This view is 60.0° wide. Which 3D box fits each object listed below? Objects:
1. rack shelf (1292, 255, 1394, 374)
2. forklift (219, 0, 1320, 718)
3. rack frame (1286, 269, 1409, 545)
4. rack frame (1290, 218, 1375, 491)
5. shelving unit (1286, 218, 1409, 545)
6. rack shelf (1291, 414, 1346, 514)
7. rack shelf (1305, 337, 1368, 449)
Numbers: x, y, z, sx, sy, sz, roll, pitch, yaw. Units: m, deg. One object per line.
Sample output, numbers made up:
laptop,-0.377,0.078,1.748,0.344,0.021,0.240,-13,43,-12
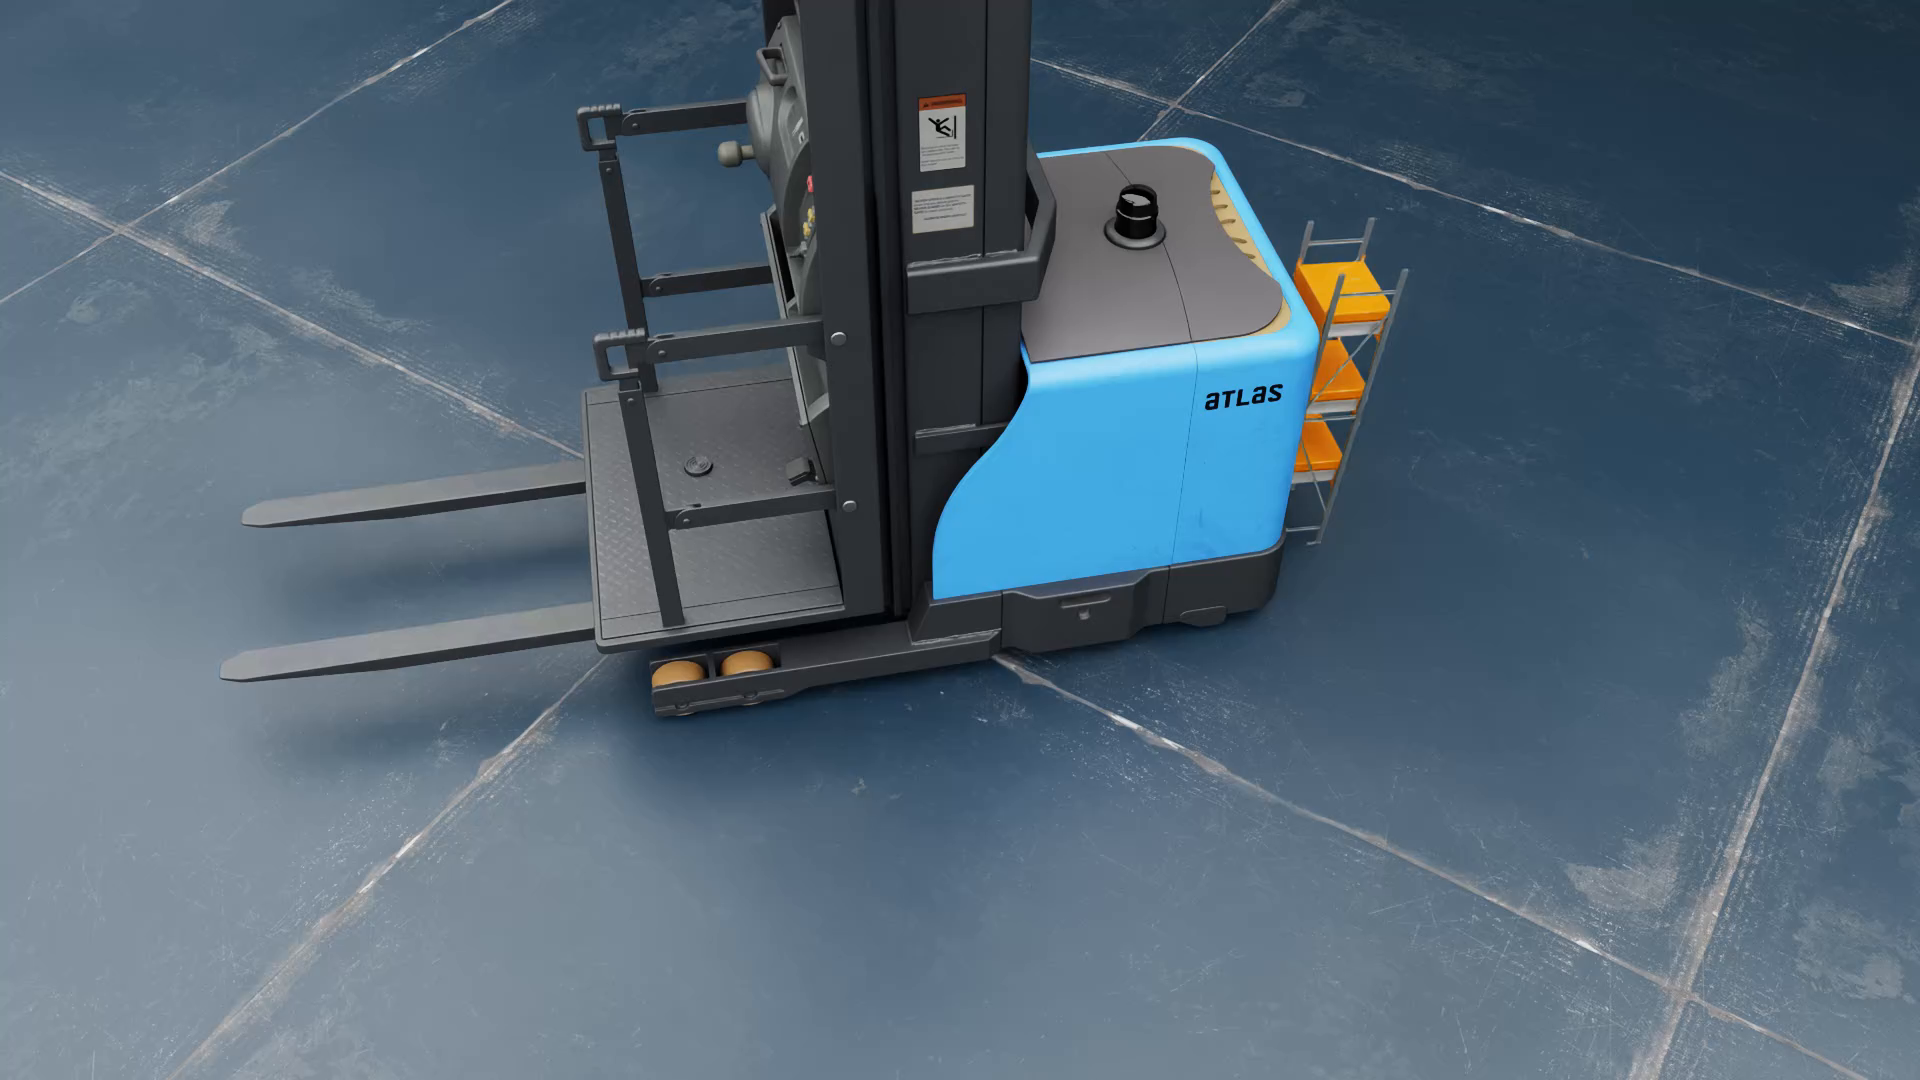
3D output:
rack shelf,1.072,-0.630,4.740,0.215,0.259,0.240,-5,46,-11
forklift,-0.618,-0.933,4.113,3.031,2.935,1.130,-8,46,-8
rack frame,1.076,-0.352,4.849,0.200,1.050,0.008,-5,46,-11
rack frame,1.026,-0.523,5.015,0.200,1.050,0.008,-5,46,-11
shelving unit,1.051,-0.437,4.932,0.215,1.050,0.252,-5,46,-11
rack shelf,1.029,-0.234,5.136,0.215,0.259,0.240,-5,46,-11
rack shelf,1.050,-0.430,4.940,0.215,0.259,0.240,-5,46,-11
